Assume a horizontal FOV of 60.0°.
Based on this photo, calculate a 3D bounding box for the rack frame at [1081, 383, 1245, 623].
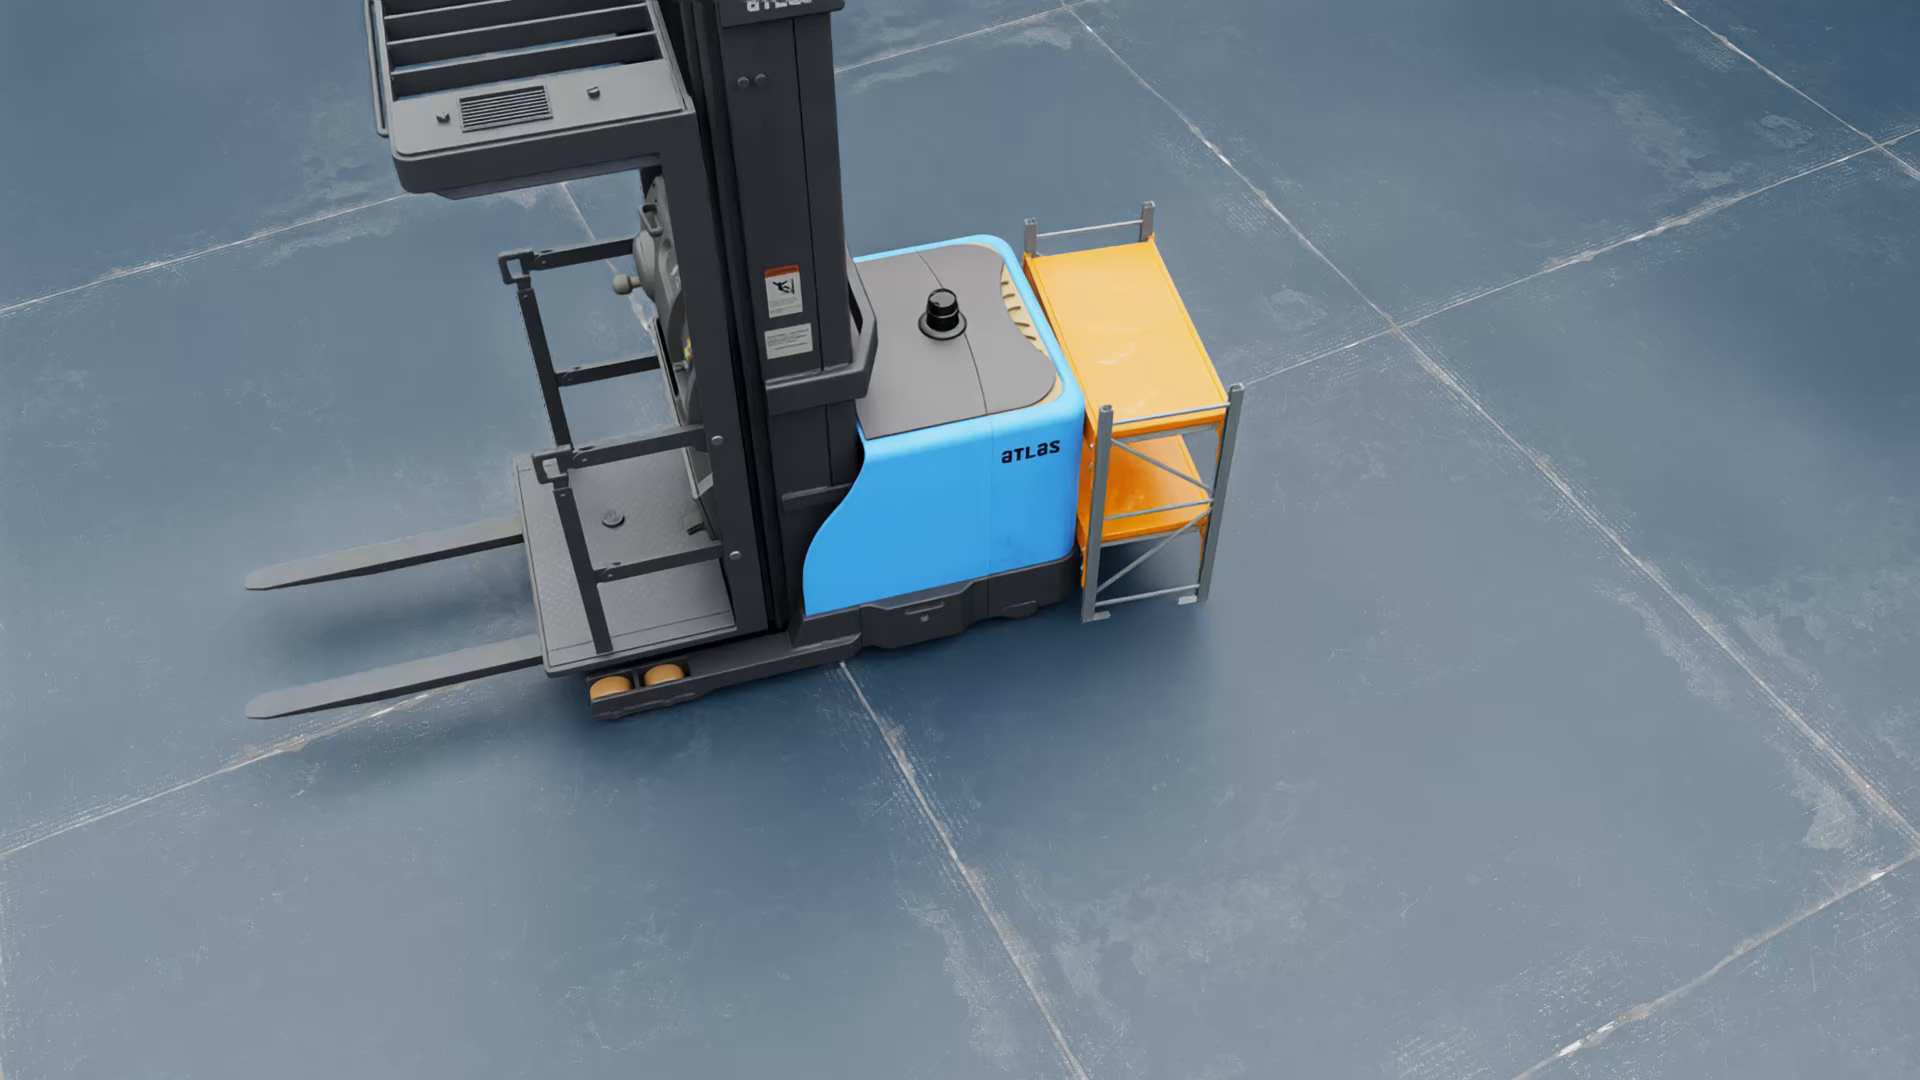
[{"bbox_3d":[0.711,-0.107,5.989,0.500,1.125,0.032,-10,50,-8],"label":"rack frame"}]

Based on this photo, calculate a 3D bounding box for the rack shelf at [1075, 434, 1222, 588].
[{"bbox_3d":[0.599,-0.319,6.499,0.538,0.278,1.000,-10,50,-8],"label":"rack shelf"}]

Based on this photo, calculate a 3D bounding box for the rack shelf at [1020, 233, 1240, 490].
[{"bbox_3d":[0.599,-0.673,6.095,0.538,0.278,1.000,-10,50,-8],"label":"rack shelf"}]

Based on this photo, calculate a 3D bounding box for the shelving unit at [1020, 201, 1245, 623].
[{"bbox_3d":[0.599,-0.480,6.315,0.538,1.125,1.048,-10,50,-8],"label":"shelving unit"}]

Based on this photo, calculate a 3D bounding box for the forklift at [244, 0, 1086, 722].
[{"bbox_3d":[-1.132,-0.759,5.359,3.031,2.935,1.130,-12,50,-11],"label":"forklift"}]

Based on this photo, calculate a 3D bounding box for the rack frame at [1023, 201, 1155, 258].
[{"bbox_3d":[0.487,-0.853,6.642,0.500,1.125,0.032,-10,50,-8],"label":"rack frame"}]
